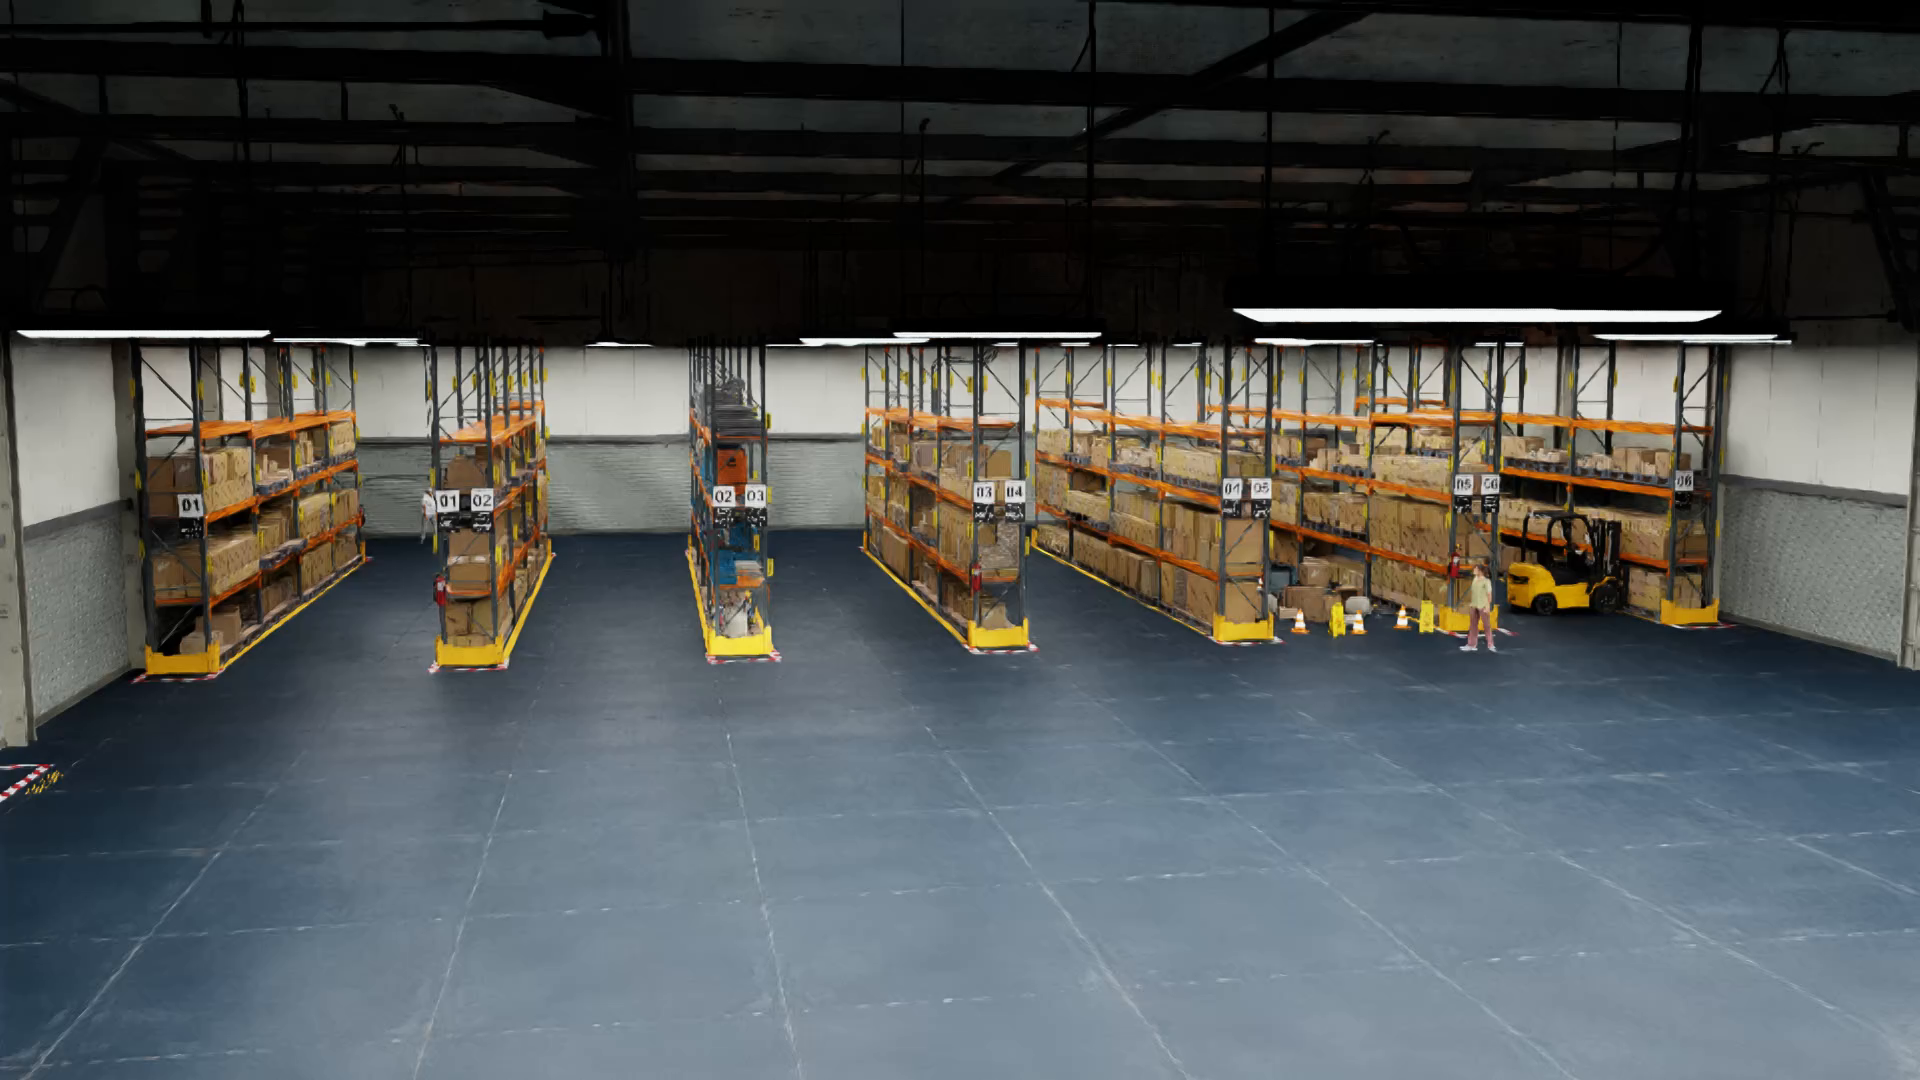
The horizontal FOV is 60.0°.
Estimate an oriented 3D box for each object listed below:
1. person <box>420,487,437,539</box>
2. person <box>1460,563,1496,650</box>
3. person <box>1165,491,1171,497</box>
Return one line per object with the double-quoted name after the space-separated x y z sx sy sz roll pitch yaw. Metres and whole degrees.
-15.771 -0.805 49.446 0.473 1.584 0.575 4 7 29 "person"
9.931 1.275 31.682 0.551 1.674 0.571 -4 8 -32 "person"
6.049 -0.771 49.096 0.536 1.747 0.668 -3 7 -25 "person"
